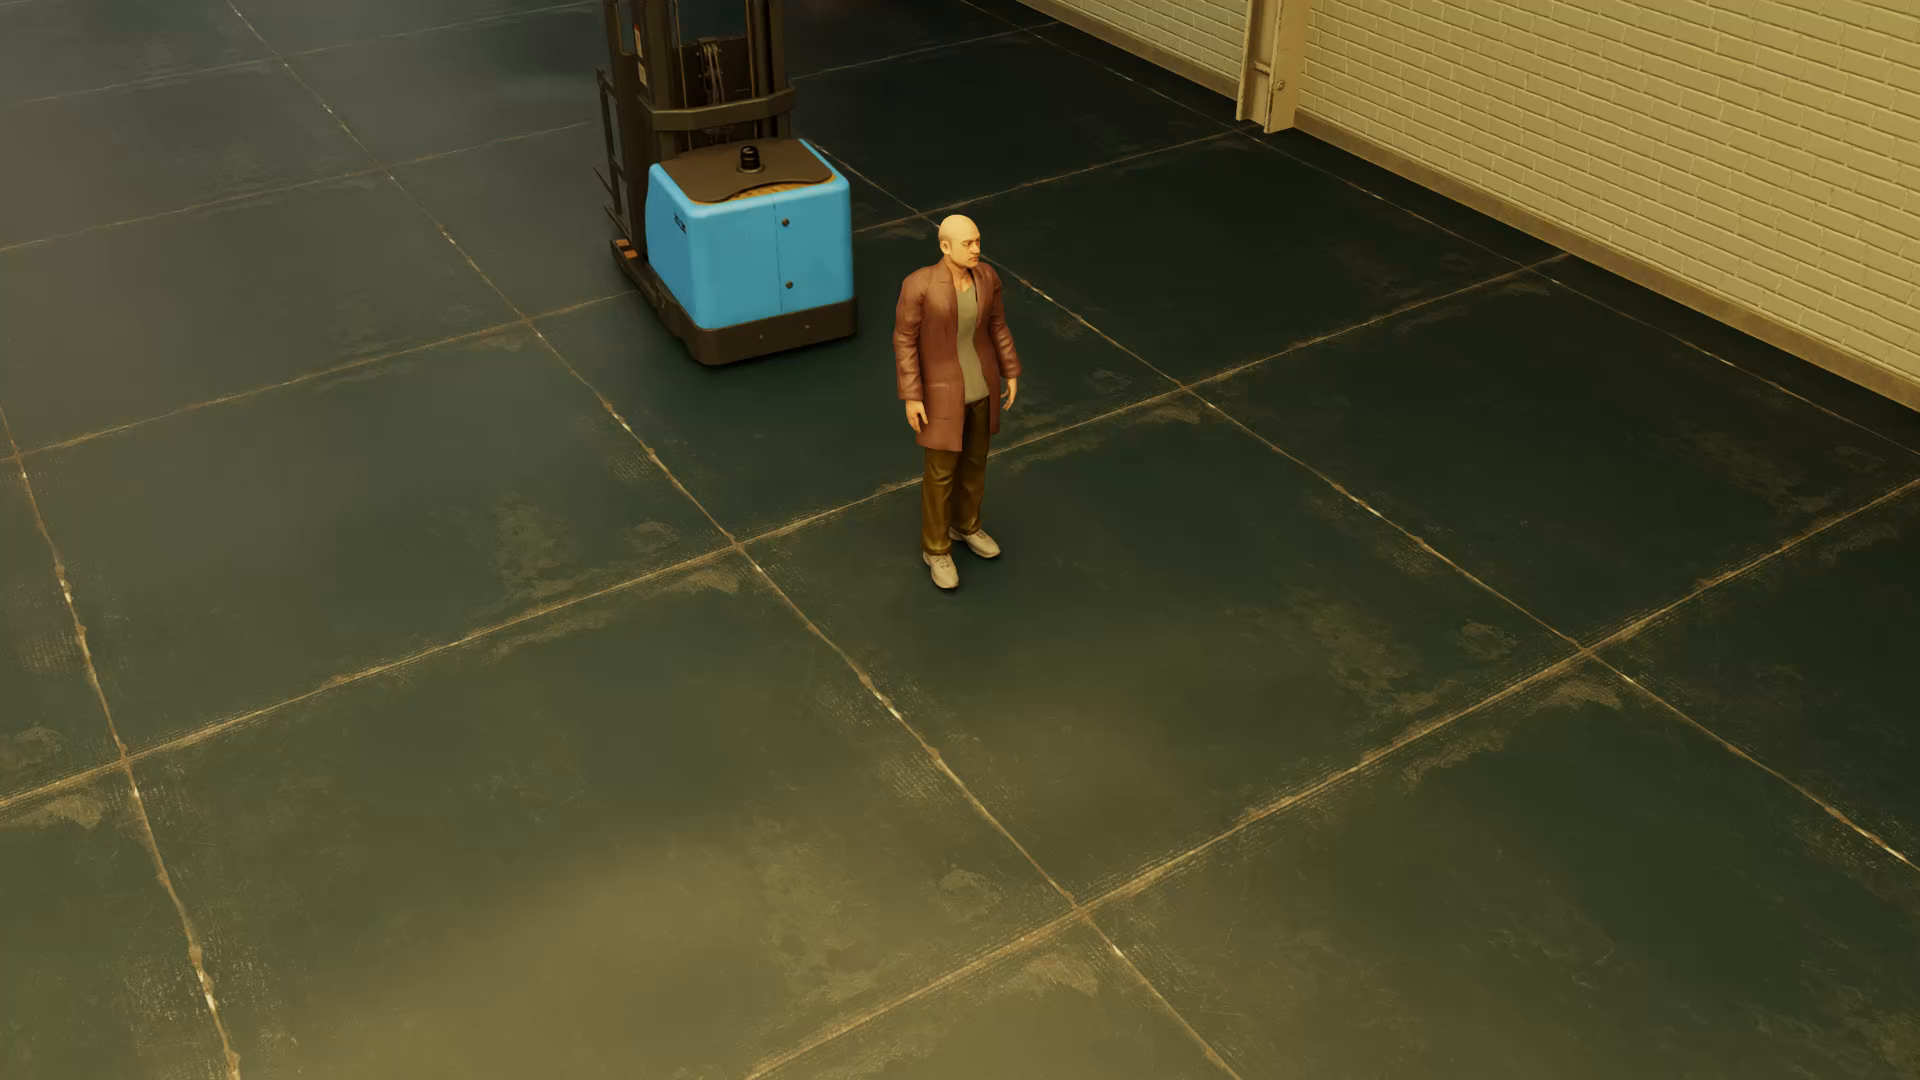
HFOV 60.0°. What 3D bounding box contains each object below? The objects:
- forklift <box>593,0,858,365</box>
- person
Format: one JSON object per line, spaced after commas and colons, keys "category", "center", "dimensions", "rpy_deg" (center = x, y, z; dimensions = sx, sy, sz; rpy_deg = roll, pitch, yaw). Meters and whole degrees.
{"category": "forklift", "center": [-1.738, -3.092, 10.548], "dimensions": [1.130, 2.935, 3.031], "rpy_deg": [-16, 38, -21]}
{"category": "person", "center": [0.047, -0.688, 8.117], "dimensions": [0.698, 1.778, 0.579], "rpy_deg": [-21, 40, -27]}
